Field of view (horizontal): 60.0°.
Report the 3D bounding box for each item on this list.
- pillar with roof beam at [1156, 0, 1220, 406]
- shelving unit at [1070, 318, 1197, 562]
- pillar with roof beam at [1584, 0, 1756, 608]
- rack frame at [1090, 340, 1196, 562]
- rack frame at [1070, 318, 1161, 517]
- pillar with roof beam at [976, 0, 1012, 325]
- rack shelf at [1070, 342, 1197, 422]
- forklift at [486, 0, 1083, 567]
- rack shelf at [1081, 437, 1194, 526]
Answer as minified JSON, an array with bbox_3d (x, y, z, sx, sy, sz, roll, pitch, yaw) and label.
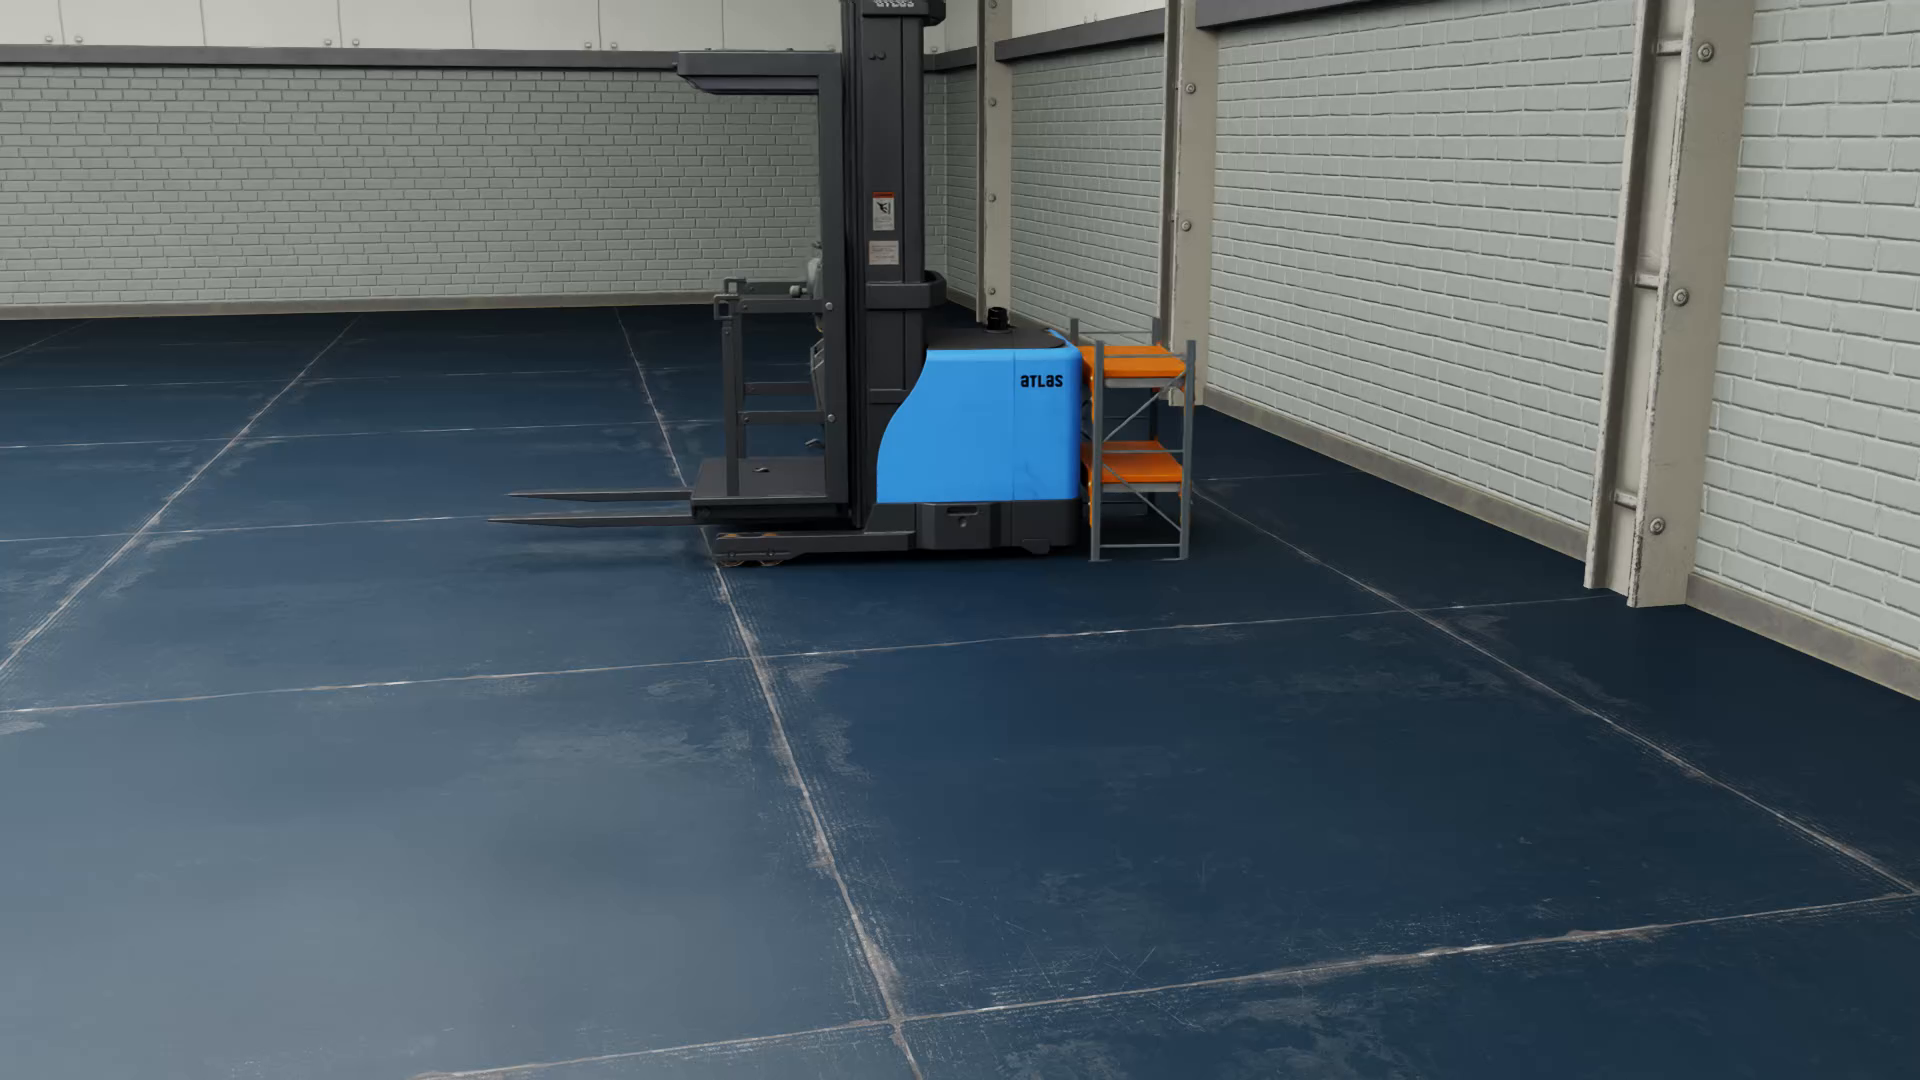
[{"bbox_3d":[-2.391,-5.259,11.491,9.100,9.000,0.400,-3,14,-13],"label":"pillar with roof beam"},{"bbox_3d":[0.890,-0.563,8.860,0.538,1.125,1.048,-1,14,-3],"label":"shelving unit"},{"bbox_3d":[-0.982,-3.874,5.825,9.100,9.000,0.400,-3,14,-13],"label":"pillar with roof beam"},{"bbox_3d":[0.918,-0.442,8.367,0.500,1.125,0.032,-1,14,-3],"label":"rack frame"},{"bbox_3d":[0.862,-0.683,9.353,0.500,1.125,0.032,-1,14,-3],"label":"rack frame"},{"bbox_3d":[-3.800,-6.643,17.156,9.100,9.000,0.400,-3,14,-13],"label":"pillar with roof beam"},{"bbox_3d":[0.890,-0.847,8.790,0.538,0.278,1.000,-1,14,-3],"label":"rack shelf"},{"bbox_3d":[-0.915,-1.419,8.558,3.031,2.935,1.130,-1,14,-5],"label":"forklift"},{"bbox_3d":[0.890,-0.325,8.918,0.538,0.278,1.000,-1,14,-3],"label":"rack shelf"}]
